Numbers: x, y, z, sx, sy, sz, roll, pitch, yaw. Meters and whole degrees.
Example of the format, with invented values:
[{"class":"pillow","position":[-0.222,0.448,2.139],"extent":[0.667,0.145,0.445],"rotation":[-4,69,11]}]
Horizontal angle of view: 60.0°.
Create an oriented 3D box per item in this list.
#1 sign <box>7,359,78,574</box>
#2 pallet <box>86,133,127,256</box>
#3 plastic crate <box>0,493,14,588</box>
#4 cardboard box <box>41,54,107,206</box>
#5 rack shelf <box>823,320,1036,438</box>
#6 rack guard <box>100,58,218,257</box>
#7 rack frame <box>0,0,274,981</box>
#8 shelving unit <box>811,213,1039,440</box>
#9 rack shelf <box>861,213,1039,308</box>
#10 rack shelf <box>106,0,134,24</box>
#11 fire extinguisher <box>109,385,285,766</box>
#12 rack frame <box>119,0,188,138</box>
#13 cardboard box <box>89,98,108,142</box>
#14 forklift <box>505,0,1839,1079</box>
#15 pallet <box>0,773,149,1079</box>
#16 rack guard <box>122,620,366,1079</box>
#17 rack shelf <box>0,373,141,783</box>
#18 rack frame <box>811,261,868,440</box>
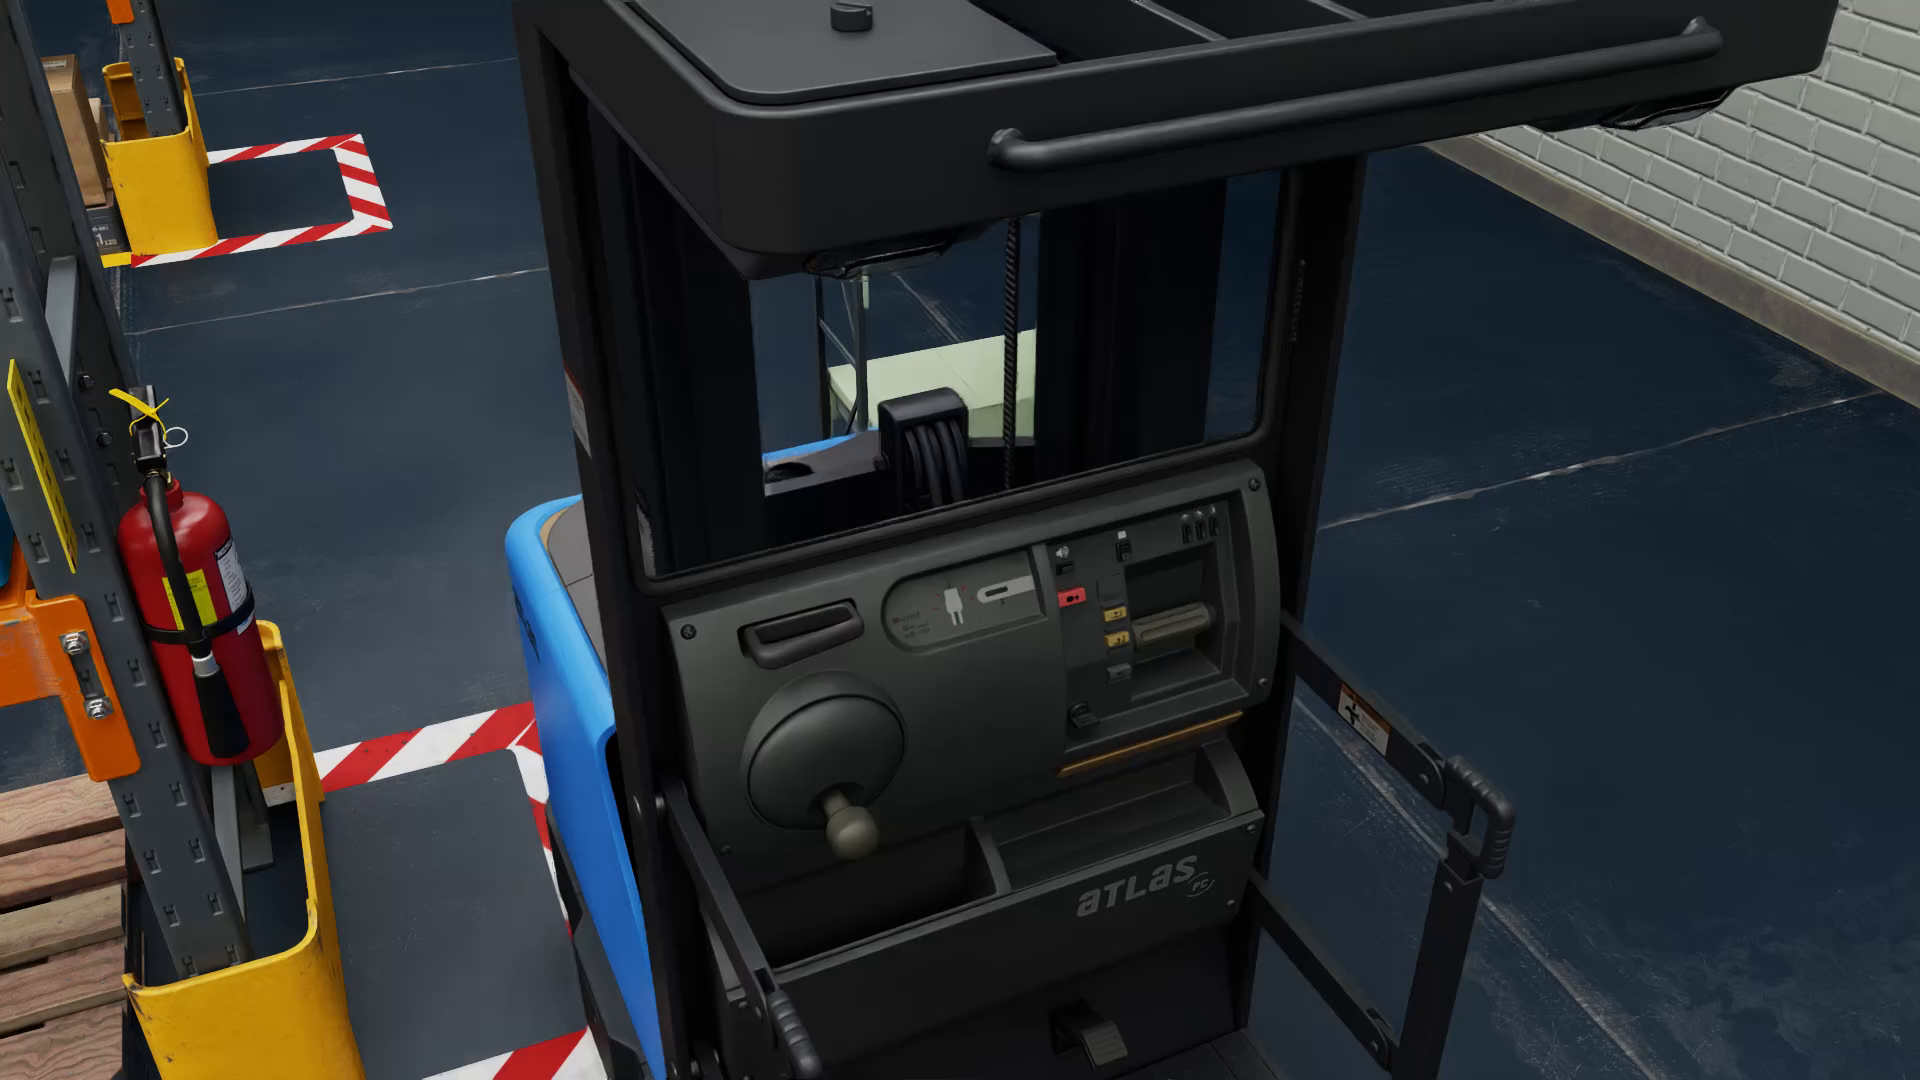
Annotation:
[{"class":"sign","position":[-1.386,-0.108,2.516],"extent":[0.005,0.325,0.100],"rotation":[-13,35,-19]},{"class":"pallet","position":[-4.333,-1.451,7.286],"extent":[1.213,0.211,1.003],"rotation":[-13,35,-19]},{"class":"plastic crate","position":[-1.850,-0.188,2.702],"extent":[0.499,0.435,0.616],"rotation":[-13,35,-19]},{"class":"cardboard box","position":[-3.934,-1.703,7.005],"extent":[0.500,0.500,0.500],"rotation":[-13,35,-19]},{"class":"rack shelf","position":[-0.006,-0.354,5.017],"extent":[0.720,0.370,0.431],"rotation":[-13,35,-19]},{"class":"rack guard","position":[-3.598,-1.741,7.467],"extent":[0.348,0.500,1.175],"rotation":[-13,35,-19]},{"class":"rack frame","position":[-1.614,-0.313,2.981],"extent":[0.127,3.000,1.000],"rotation":[-13,35,-19]},{"class":"shelving unit","position":[-0.006,-0.627,4.839],"extent":[0.755,1.500,0.431],"rotation":[-13,35,-19]},{"class":"rack shelf","position":[-0.006,-0.954,4.626],"extent":[0.720,0.370,0.431],"rotation":[-13,35,-19]},{"class":"rack shelf","position":[-5.372,-2.081,6.357],"extent":[4.000,0.370,1.077],"rotation":[-13,35,-19]},{"class":"fire extinguisher","position":[-1.299,0.072,2.801],"extent":[0.183,0.674,0.296],"rotation":[-13,35,-19]},{"class":"rack frame","position":[-3.528,-2.805,6.810],"extent":[0.127,3.000,1.000],"rotation":[-13,35,-19]},{"class":"cardboard box","position":[-4.047,-1.878,7.597],"extent":[0.250,0.149,0.380],"rotation":[-13,35,-19]},{"class":"forklift","position":[0.144,0.224,2.219],"extent":[1.130,2.935,3.031],"rotation":[-14,36,-21]},{"class":"pallet","position":[-2.389,1.010,3.503],"extent":[1.213,0.211,1.003],"rotation":[-13,35,-19]},{"class":"rack guard","position":[-1.597,0.723,3.680],"extent":[0.348,0.500,1.175],"rotation":[-13,35,-19]},{"class":"rack shelf","position":[-3.458,0.411,2.528],"extent":[4.000,0.370,1.077],"rotation":[-13,35,-19]},{"class":"rack frame","position":[-0.344,-0.550,4.720],"extent":[0.023,1.500,0.400],"rotation":[-13,35,-19]}]
